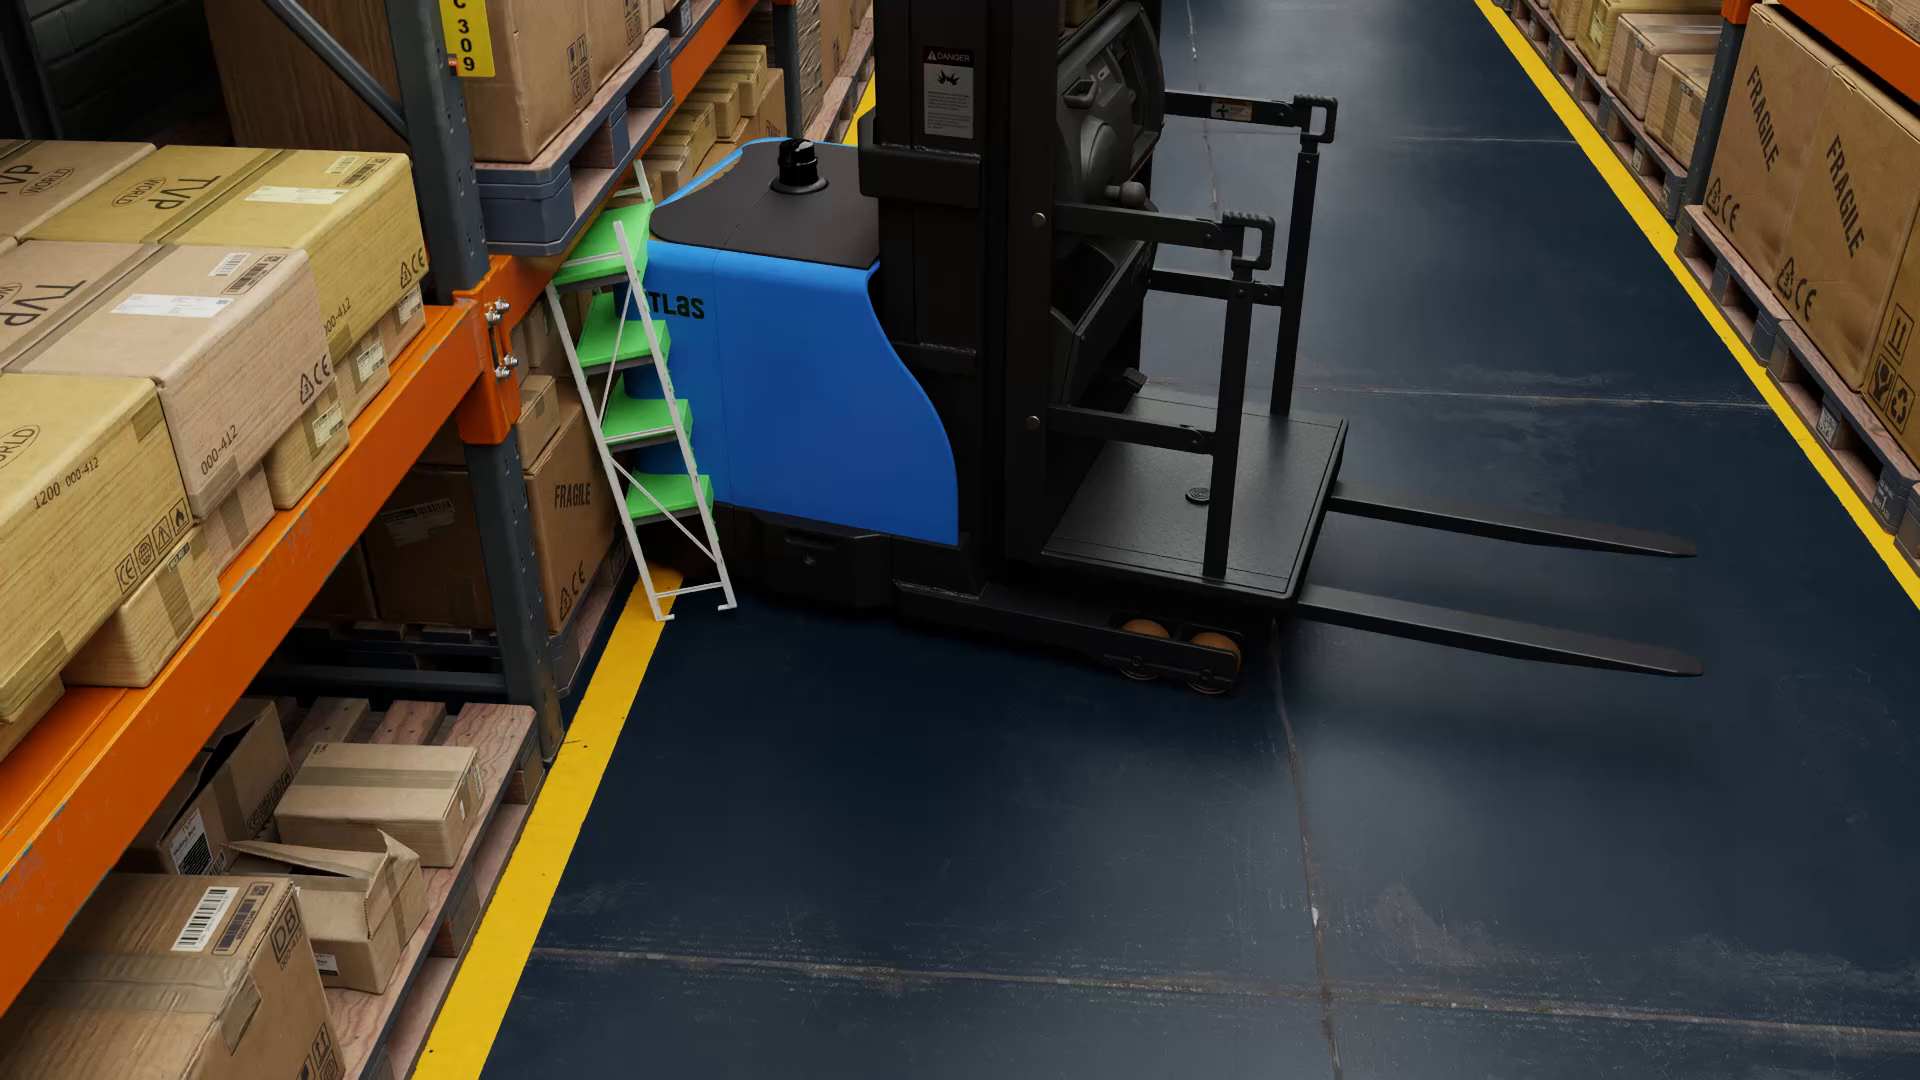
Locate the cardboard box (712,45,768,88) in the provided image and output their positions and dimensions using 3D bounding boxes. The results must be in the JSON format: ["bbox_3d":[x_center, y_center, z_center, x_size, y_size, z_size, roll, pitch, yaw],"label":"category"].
[{"bbox_3d":[-1.010,-1.959,6.933,0.380,0.149,0.250,1,32,2],"label":"cardboard box"}]

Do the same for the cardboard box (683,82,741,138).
[{"bbox_3d":[-1.067,-1.679,6.479,0.380,0.149,0.250,1,32,2],"label":"cardboard box"}]

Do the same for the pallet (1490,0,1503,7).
[{"bbox_3d":[4.070,-3.884,11.351,1.003,0.211,1.213,2,32,4],"label":"pallet"}]

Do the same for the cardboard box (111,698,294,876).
[{"bbox_3d":[-1.838,0.556,3.651,0.500,0.311,0.500,4,32,6],"label":"cardboard box"}]

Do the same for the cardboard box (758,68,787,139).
[{"bbox_3d":[-1.043,-1.721,7.166,0.500,0.500,0.500,3,32,5],"label":"cardboard box"}]

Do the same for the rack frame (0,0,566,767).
[{"bbox_3d":[-1.548,-0.745,3.600,1.000,3.000,0.127,2,32,4],"label":"rack frame"}]

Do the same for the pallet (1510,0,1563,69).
[{"bbox_3d":[3.989,-3.124,10.118,1.003,0.211,1.213,2,32,4],"label":"pallet"}]

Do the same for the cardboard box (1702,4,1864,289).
[{"bbox_3d":[3.586,-1.543,6.520,0.875,0.875,0.875,2,32,4],"label":"cardboard box"}]

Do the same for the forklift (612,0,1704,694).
[{"bbox_3d":[0.588,-1.140,4.306,3.031,2.935,1.130,10,33,16],"label":"forklift"}]

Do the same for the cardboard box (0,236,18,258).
[{"bbox_3d":[-1.892,-0.298,2.734,0.500,0.250,0.500,2,32,4],"label":"cardboard box"}]

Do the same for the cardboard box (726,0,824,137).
[{"bbox_3d":[-1.158,-2.330,8.035,0.875,0.625,0.625,3,32,6],"label":"cardboard box"}]

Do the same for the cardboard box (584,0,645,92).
[{"bbox_3d":[-1.244,-1.481,4.298,0.700,0.500,0.500,3,32,5],"label":"cardboard box"}]

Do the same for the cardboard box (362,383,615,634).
[{"bbox_3d":[-1.285,-0.103,4.541,0.500,0.500,0.500,4,32,6],"label":"cardboard box"}]

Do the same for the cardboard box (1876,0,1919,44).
[{"bbox_3d":[3.361,-1.774,5.413,0.500,0.250,0.500,3,32,6],"label":"cardboard box"}]

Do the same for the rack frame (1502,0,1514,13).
[{"bbox_3d":[4.050,-4.718,10.047,1.000,3.000,0.127,2,32,4],"label":"rack frame"}]

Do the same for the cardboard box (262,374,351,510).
[{"bbox_3d":[-1.319,-0.187,2.933,0.380,0.149,0.250,3,32,5],"label":"cardboard box"}]

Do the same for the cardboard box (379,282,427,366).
[{"bbox_3d":[-1.323,-0.461,3.378,0.380,0.149,0.250,3,32,5],"label":"cardboard box"}]

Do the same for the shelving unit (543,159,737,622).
[{"bbox_3d":[-0.891,-0.413,4.755,0.258,1.200,0.503,-11,31,2],"label":"shelving unit"}]

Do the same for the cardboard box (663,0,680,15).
[{"bbox_3d":[-1.180,-1.891,4.964,0.700,0.500,0.500,2,32,4],"label":"cardboard box"}]

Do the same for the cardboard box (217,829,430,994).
[{"bbox_3d":[-1.330,0.730,3.411,0.396,0.266,0.258,4,32,6],"label":"cardboard box"}]

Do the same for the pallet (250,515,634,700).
[{"bbox_3d":[-1.520,0.015,5.025,1.003,0.211,1.213,2,32,4],"label":"pallet"}]

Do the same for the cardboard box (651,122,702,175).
[{"bbox_3d":[-1.154,-1.412,6.046,0.380,0.149,0.250,2,32,3],"label":"cardboard box"}]

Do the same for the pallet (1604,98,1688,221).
[{"bbox_3d":[3.790,-1.848,8.048,1.003,0.211,1.213,2,32,4],"label":"pallet"}]

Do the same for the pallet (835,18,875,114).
[{"bbox_3d":[-1.015,-2.715,9.454,1.003,0.211,1.213,2,32,4],"label":"pallet"}]

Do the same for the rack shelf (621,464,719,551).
[{"bbox_3d":[-0.837,-0.160,4.913,0.258,0.148,0.480,-11,31,2],"label":"rack shelf"}]

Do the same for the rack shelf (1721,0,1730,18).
[{"bbox_3d":[3.888,-3.366,8.539,1.077,0.370,4.000,2,32,4],"label":"rack shelf"}]

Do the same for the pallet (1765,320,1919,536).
[{"bbox_3d":[3.484,-0.394,5.689,1.003,0.211,1.213,2,32,4],"label":"pallet"}]

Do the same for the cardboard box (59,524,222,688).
[{"bbox_3d":[-1.360,0.084,2.494,0.380,0.149,0.250,2,32,3],"label":"cardboard box"}]

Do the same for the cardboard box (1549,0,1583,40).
[{"bbox_3d":[3.955,-3.128,9.571,0.950,0.372,0.625,4,32,7],"label":"cardboard box"}]

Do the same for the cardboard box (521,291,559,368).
[{"bbox_3d":[-1.281,-0.577,4.407,0.380,0.149,0.250,1,32,2],"label":"cardboard box"}]

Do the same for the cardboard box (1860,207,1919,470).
[{"bbox_3d":[3.436,-0.610,5.005,0.875,0.875,0.875,3,32,5],"label":"cardboard box"}]

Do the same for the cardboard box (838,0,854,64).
[{"bbox_3d":[-1.058,-3.024,9.162,0.875,0.625,0.625,1,32,2],"label":"cardboard box"}]

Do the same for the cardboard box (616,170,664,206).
[{"bbox_3d":[-1.217,-1.140,5.605,0.380,0.149,0.250,3,32,4],"label":"cardboard box"}]

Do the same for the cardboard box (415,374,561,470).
[{"bbox_3d":[-1.254,-0.312,4.262,0.380,0.149,0.250,4,32,6],"label":"cardboard box"}]

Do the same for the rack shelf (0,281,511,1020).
[{"bbox_3d":[-1.711,0.607,2.092,1.077,0.370,4.000,2,32,4],"label":"rack shelf"}]

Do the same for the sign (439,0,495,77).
[{"bbox_3d":[-1.007,-1.095,3.342,0.100,0.325,0.005,2,32,4],"label":"sign"}]

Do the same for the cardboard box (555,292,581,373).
[{"bbox_3d":[-1.299,-0.595,4.721,0.380,0.149,0.250,1,32,1],"label":"cardboard box"}]

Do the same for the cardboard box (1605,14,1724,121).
[{"bbox_3d":[3.833,-2.368,8.338,0.950,0.372,0.625,2,32,3],"label":"cardboard box"}]

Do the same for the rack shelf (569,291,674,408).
[{"bbox_3d":[-0.922,-0.561,4.663,0.258,0.148,0.480,-11,31,2],"label":"rack shelf"}]

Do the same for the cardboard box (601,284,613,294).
[{"bbox_3d":[-1.233,-0.868,5.164,0.380,0.149,0.250,2,32,4],"label":"cardboard box"}]

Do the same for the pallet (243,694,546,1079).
[{"bbox_3d":[-1.605,0.801,3.749,1.003,0.211,1.213,2,32,4],"label":"pallet"}]

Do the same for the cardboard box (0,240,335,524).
[{"bbox_3d":[-1.373,-0.269,2.686,0.500,0.250,0.500,3,32,4],"label":"cardboard box"}]

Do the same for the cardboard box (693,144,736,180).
[{"bbox_3d":[-1.134,-1.186,6.298,0.500,0.500,0.500,4,32,6],"label":"cardboard box"}]

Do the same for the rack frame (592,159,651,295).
[{"bbox_3d":[-0.906,-0.540,4.963,0.240,1.200,0.015,-11,31,2],"label":"rack frame"}]
